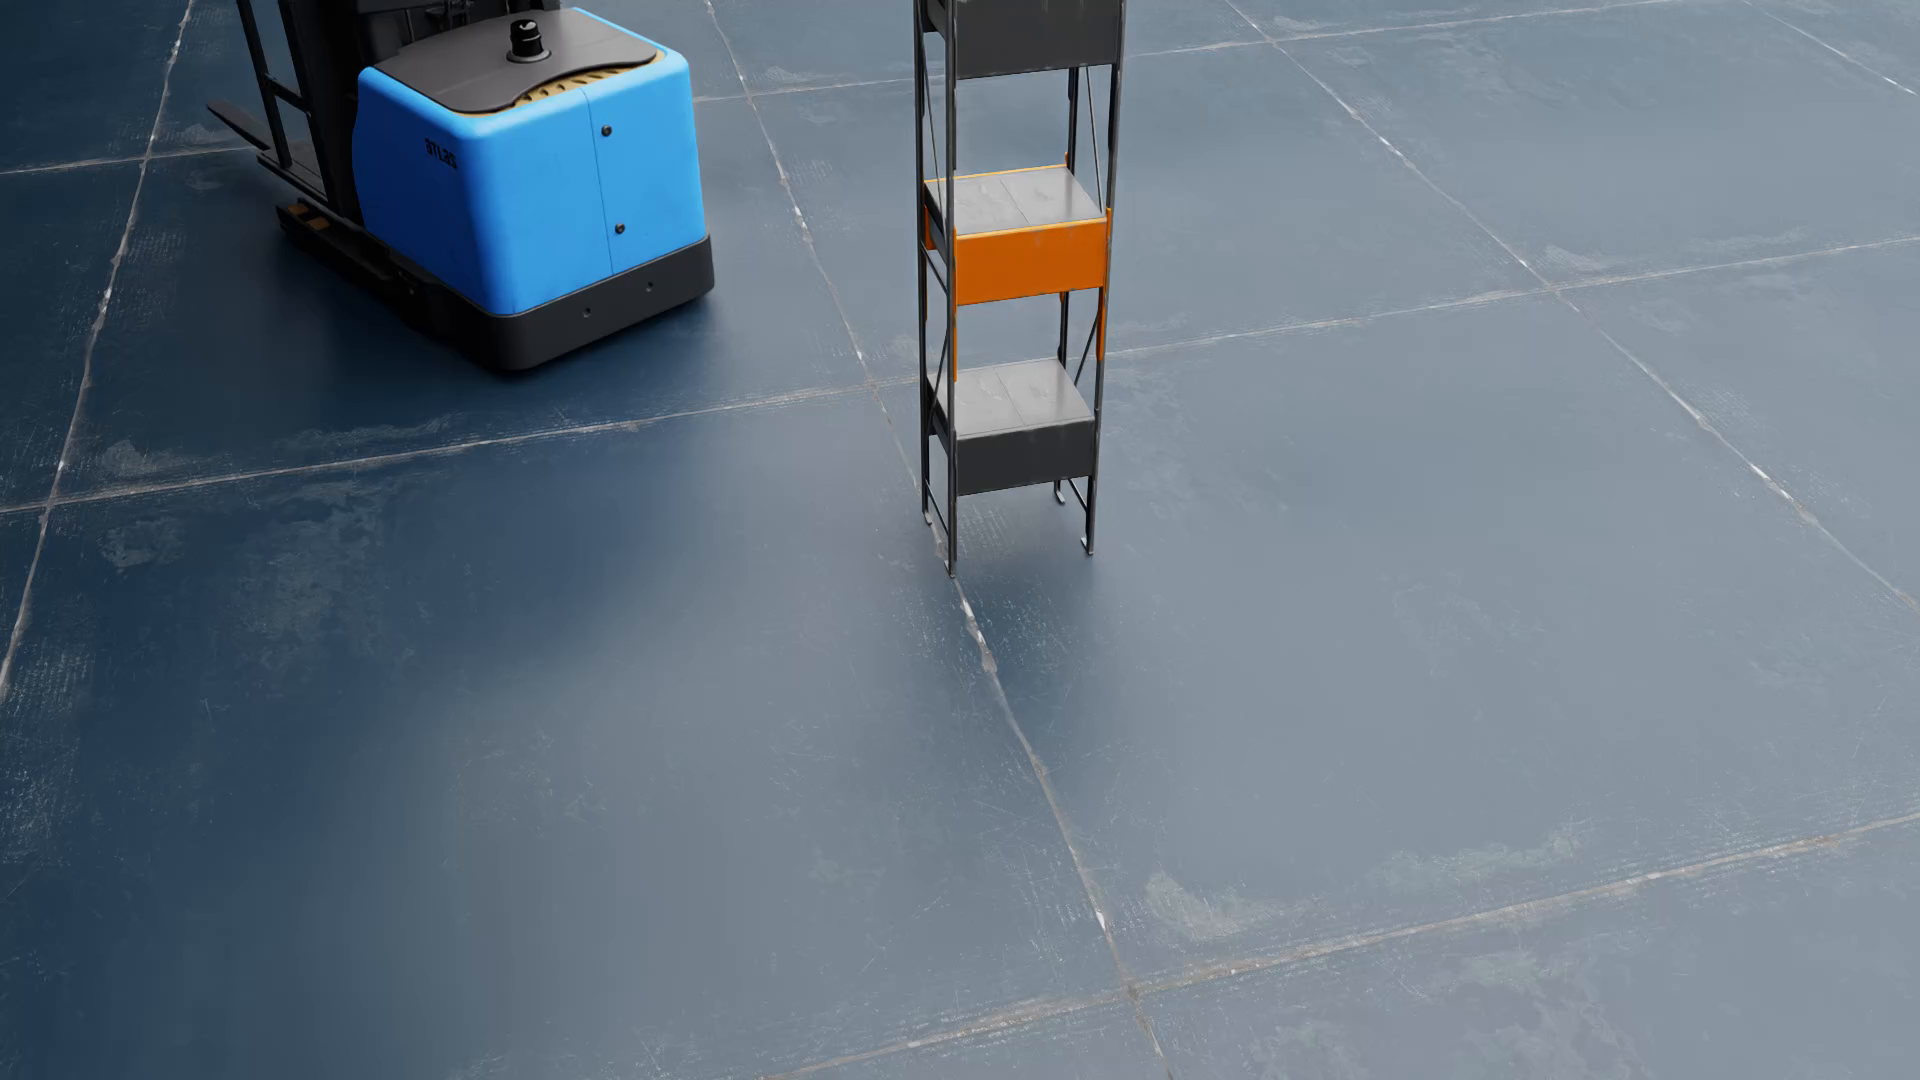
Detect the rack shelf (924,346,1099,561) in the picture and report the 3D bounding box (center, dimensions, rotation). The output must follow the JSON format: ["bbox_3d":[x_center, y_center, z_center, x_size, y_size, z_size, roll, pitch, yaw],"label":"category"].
[{"bbox_3d":[0.160,-0.293,5.580,0.480,0.518,0.431,-9,38,-12],"label":"rack shelf"}]

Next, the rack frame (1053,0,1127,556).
[{"bbox_3d":[0.395,-0.899,5.197,0.015,2.100,0.400,-9,38,-12],"label":"rack frame"}]

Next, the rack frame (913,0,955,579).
[{"bbox_3d":[-0.076,-0.822,5.096,0.015,2.100,0.400,-9,38,-12],"label":"rack frame"}]

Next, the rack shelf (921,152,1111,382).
[{"bbox_3d":[0.160,-0.849,5.155,0.480,0.518,0.431,-9,38,-12],"label":"rack shelf"}]

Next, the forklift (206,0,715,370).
[{"bbox_3d":[-2.425,-2.624,6.768,1.130,2.935,3.031,-31,47,-34],"label":"forklift"}]

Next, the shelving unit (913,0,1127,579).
[{"bbox_3d":[0.160,-0.860,5.146,0.503,2.100,0.431,-9,38,-12],"label":"shelving unit"}]

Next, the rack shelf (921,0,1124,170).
[{"bbox_3d":[0.160,-1.405,4.729,0.480,0.518,0.431,-9,38,-12],"label":"rack shelf"}]
